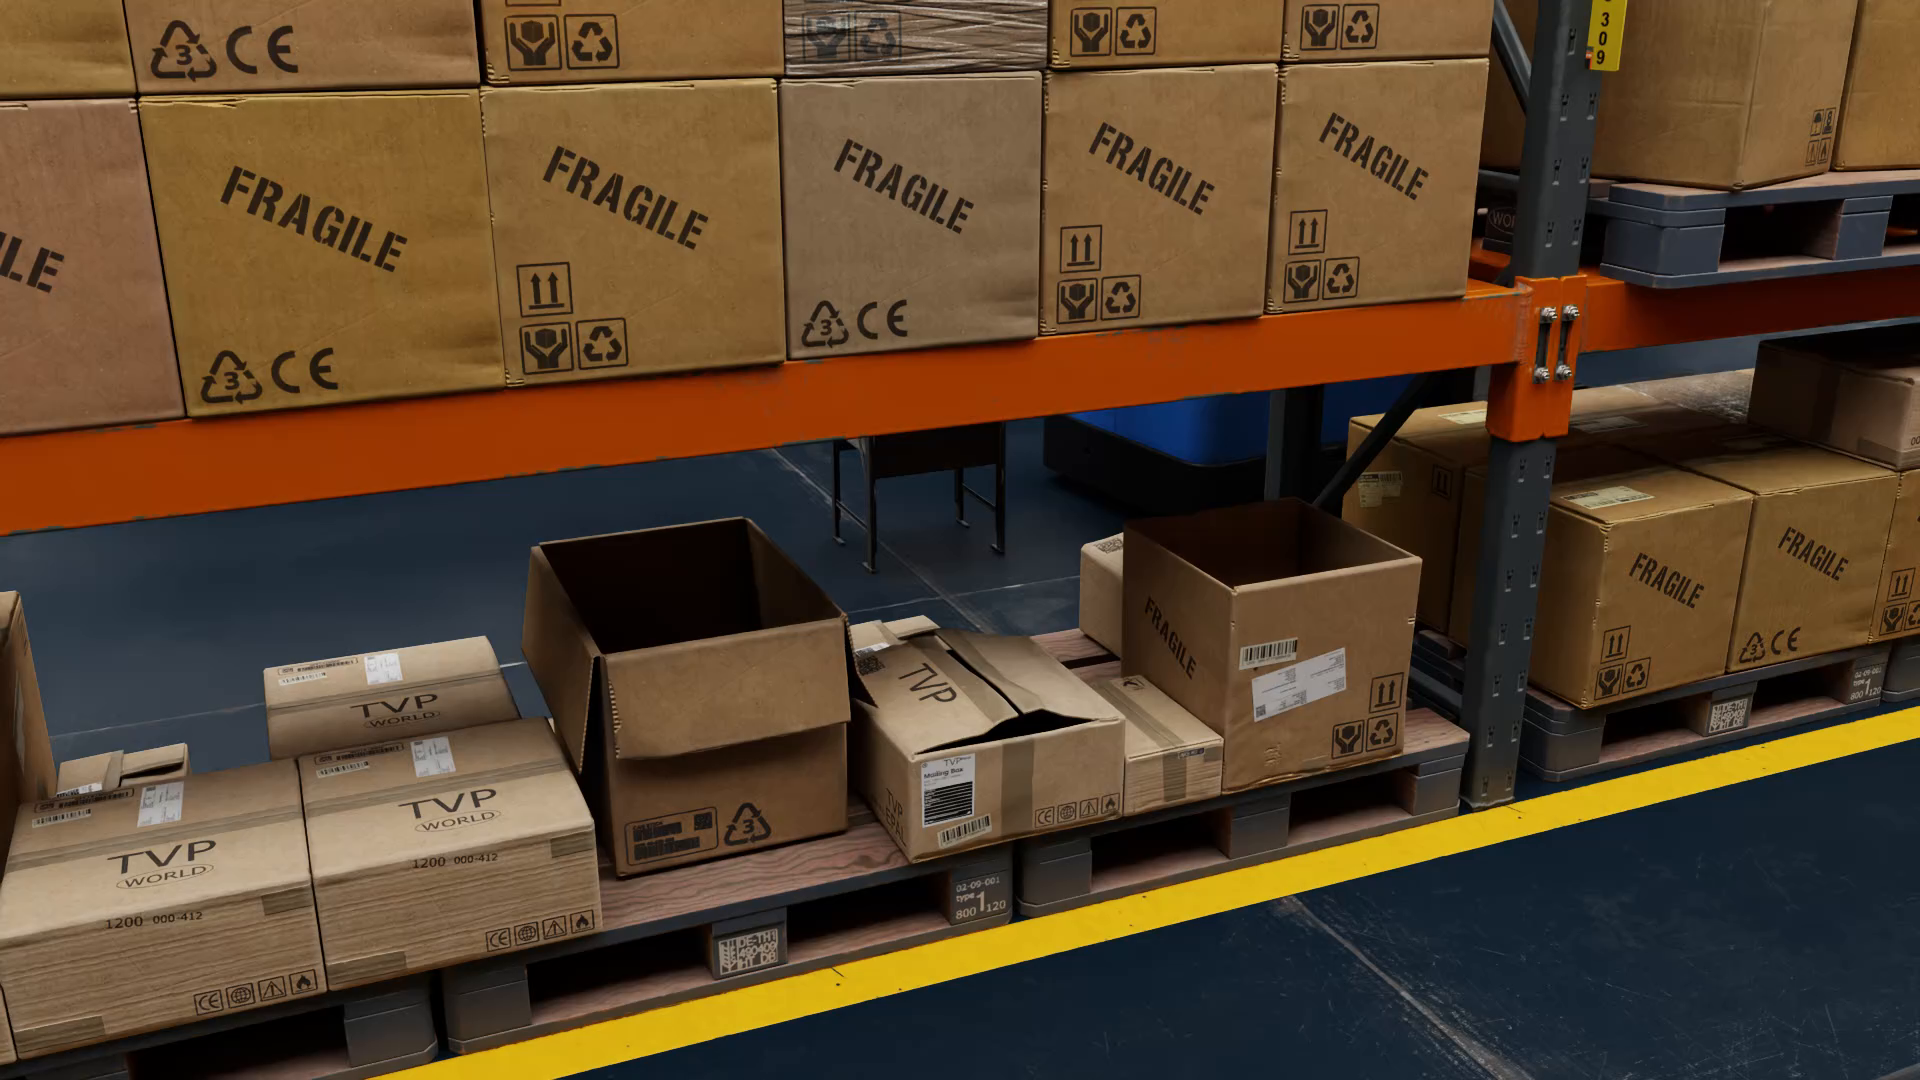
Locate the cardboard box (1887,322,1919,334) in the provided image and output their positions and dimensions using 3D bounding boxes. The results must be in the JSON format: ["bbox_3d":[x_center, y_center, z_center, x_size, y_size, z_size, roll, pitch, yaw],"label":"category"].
[{"bbox_3d":[3.048,-0.471,4.814,0.500,0.250,0.500,-9,21,-23],"label":"cardboard box"}]

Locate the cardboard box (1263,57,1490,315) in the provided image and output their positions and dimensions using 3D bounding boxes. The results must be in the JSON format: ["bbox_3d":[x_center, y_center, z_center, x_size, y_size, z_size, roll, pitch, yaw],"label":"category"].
[{"bbox_3d":[0.771,-0.805,3.640,0.500,0.500,0.500,-8,21,-21],"label":"cardboard box"}]

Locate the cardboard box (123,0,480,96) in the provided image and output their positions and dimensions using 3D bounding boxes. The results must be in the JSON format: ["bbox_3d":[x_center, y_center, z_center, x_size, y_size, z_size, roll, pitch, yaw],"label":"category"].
[{"bbox_3d":[-1.094,-1.007,2.710,0.500,0.500,0.500,-8,21,-21],"label":"cardboard box"}]

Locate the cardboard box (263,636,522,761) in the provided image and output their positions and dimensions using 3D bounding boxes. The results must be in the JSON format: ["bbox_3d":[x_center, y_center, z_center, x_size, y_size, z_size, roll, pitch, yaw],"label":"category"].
[{"bbox_3d":[-1.259,0.452,3.700,0.500,0.250,0.500,-8,21,-22],"label":"cardboard box"}]

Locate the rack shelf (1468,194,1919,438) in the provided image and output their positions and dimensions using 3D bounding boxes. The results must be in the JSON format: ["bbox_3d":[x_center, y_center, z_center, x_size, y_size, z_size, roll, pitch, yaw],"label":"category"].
[{"bbox_3d":[2.965,-0.825,4.932,4.000,0.370,1.077,-8,21,-22],"label":"rack shelf"}]

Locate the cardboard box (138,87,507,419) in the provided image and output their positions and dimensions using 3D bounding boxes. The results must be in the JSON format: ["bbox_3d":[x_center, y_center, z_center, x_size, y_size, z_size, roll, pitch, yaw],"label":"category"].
[{"bbox_3d":[-1.099,-0.535,2.874,0.500,0.500,0.500,-8,21,-22],"label":"cardboard box"}]

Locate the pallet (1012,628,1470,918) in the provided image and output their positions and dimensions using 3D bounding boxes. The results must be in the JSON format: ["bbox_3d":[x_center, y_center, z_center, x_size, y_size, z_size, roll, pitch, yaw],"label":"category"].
[{"bbox_3d":[0.497,0.504,4.273,1.213,0.211,1.003,-8,21,-22],"label":"pallet"}]

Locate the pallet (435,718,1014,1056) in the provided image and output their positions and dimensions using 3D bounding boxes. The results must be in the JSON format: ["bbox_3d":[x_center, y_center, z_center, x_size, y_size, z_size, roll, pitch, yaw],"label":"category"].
[{"bbox_3d":[-0.624,0.666,3.813,1.213,0.211,1.003,-8,21,-22],"label":"pallet"}]

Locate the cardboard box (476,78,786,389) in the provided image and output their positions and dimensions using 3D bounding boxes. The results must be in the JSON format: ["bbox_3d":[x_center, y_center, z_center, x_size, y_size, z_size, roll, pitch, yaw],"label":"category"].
[{"bbox_3d":[-0.639,-0.600,3.059,0.500,0.500,0.500,-8,21,-21],"label":"cardboard box"}]

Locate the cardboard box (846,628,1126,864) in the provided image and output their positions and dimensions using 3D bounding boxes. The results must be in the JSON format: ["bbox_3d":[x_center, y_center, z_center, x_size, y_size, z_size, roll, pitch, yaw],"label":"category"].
[{"bbox_3d":[0.029,0.419,3.700,0.500,0.311,0.500,-8,21,-22],"label":"cardboard box"}]

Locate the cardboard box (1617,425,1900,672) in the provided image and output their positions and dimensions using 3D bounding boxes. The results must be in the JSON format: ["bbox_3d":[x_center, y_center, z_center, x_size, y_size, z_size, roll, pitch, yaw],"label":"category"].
[{"bbox_3d":[2.154,0.007,4.586,0.500,0.500,0.500,-8,21,-21],"label":"cardboard box"}]

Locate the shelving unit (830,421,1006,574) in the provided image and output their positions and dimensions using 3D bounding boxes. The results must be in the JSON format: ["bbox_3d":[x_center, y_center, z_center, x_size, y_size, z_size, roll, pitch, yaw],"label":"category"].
[{"bbox_3d":[-0.152,-0.969,5.611,0.503,2.100,0.431,-8,21,-22],"label":"shelving unit"}]

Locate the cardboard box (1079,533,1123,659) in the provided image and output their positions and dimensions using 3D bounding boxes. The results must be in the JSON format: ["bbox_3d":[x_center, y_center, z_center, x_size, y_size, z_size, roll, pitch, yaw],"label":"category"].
[{"bbox_3d":[0.657,0.149,4.469,0.500,0.311,0.500,-8,21,-22],"label":"cardboard box"}]

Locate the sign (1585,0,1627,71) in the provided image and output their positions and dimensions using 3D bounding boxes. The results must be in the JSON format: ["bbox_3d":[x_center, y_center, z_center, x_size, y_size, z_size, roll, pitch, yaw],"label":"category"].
[{"bbox_3d":[1.350,-1.145,3.455,0.005,0.325,0.100,-8,21,-22],"label":"sign"}]

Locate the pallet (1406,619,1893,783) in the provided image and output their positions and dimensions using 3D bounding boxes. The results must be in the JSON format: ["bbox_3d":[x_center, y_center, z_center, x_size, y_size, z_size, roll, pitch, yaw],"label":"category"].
[{"bbox_3d":[1.860,0.295,4.865,1.213,0.211,1.003,-8,21,-22],"label":"pallet"}]

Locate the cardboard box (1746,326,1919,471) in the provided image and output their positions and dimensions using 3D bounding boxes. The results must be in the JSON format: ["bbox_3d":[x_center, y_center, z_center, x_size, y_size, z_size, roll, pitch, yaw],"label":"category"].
[{"bbox_3d":[2.587,-0.404,4.626,0.500,0.250,0.500,-8,21,-22],"label":"cardboard box"}]

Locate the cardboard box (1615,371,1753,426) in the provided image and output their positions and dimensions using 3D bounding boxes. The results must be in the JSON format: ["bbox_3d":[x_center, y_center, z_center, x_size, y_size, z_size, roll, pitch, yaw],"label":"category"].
[{"bbox_3d":[2.386,-0.210,5.205,0.500,0.500,0.500,-8,21,-21],"label":"cardboard box"}]

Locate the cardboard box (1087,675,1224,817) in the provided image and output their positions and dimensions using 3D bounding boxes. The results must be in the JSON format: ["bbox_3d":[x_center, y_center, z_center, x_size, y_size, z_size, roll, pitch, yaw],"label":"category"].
[{"bbox_3d":[0.397,0.465,3.815,0.250,0.149,0.380,-8,21,-22],"label":"cardboard box"}]

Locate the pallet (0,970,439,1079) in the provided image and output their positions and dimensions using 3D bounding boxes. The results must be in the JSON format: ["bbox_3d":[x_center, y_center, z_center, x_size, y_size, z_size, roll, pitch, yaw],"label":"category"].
[{"bbox_3d":[-1.743,0.825,3.361,1.213,0.211,1.003,-8,21,-22],"label":"pallet"}]

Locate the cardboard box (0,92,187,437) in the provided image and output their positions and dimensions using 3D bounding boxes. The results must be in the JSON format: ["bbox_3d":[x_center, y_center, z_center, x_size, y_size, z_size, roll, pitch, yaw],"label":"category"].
[{"bbox_3d":[-1.561,-0.470,2.689,0.500,0.500,0.500,-8,21,-22],"label":"cardboard box"}]

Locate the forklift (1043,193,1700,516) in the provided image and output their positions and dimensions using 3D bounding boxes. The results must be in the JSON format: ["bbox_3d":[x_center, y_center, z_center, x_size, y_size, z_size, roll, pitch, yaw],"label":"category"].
[{"bbox_3d":[1.858,-1.746,6.567,3.031,2.935,1.130,-12,22,-30],"label":"forklift"}]

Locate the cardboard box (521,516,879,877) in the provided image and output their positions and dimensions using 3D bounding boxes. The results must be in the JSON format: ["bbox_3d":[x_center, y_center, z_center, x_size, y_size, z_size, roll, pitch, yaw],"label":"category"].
[{"bbox_3d":[-0.595,0.317,3.701,0.637,0.503,0.797,-8,21,-22],"label":"cardboard box"}]

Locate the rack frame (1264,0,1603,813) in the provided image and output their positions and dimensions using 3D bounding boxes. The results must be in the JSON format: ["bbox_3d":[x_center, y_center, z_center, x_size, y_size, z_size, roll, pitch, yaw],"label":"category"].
[{"bbox_3d":[1.128,-0.901,4.065,0.127,3.000,1.000,-8,21,-22],"label":"rack frame"}]

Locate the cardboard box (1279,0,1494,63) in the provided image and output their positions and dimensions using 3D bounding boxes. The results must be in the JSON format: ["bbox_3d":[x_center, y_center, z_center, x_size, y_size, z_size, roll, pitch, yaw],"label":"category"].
[{"bbox_3d":[0.767,-1.275,3.470,0.500,0.500,0.500,-8,21,-22],"label":"cardboard box"}]

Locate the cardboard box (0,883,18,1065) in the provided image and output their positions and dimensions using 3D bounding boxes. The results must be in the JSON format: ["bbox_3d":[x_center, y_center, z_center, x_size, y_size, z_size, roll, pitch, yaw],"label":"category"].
[{"bbox_3d":[-1.794,0.771,2.921,0.250,0.166,0.380,-8,21,-22],"label":"cardboard box"}]

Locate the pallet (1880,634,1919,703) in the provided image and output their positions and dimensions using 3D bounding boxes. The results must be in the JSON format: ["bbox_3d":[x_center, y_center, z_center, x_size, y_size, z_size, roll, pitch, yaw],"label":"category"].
[{"bbox_3d":[2.982,0.134,5.325,1.213,0.211,1.003,-8,21,-22],"label":"pallet"}]

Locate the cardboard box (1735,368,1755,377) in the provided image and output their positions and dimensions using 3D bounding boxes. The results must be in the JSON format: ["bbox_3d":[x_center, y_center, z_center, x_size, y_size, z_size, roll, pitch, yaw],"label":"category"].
[{"bbox_3d":[2.852,-0.278,5.396,0.500,0.500,0.500,-9,21,-24],"label":"cardboard box"}]

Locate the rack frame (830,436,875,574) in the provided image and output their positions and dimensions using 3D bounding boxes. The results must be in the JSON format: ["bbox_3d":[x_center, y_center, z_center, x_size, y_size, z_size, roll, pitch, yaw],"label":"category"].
[{"bbox_3d":[-0.376,-0.937,5.520,0.015,2.100,0.400,-8,21,-22],"label":"rack frame"}]

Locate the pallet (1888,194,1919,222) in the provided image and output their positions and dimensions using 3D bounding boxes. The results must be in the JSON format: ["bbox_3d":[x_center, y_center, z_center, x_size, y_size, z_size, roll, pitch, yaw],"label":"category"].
[{"bbox_3d":[3.017,-1.080,4.861,1.213,0.211,1.003,-8,21,-22],"label":"pallet"}]

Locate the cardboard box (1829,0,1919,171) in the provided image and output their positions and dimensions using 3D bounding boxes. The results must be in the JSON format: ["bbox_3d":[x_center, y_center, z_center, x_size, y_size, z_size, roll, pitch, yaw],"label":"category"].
[{"bbox_3d":[2.258,-1.251,4.274,0.500,0.500,0.700,-5,20,-13],"label":"cardboard box"}]

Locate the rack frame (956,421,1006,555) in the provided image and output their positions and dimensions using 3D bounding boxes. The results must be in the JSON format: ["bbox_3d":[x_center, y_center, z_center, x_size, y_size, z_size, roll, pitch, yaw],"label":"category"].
[{"bbox_3d":[0.072,-1.001,5.703,0.015,2.100,0.400,-8,21,-22],"label":"rack frame"}]

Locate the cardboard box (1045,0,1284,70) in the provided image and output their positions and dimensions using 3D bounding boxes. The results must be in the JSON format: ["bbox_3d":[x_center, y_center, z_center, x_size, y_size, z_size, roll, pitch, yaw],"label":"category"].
[{"bbox_3d":[0.297,-1.206,3.276,0.500,0.500,0.500,-9,21,-23],"label":"cardboard box"}]

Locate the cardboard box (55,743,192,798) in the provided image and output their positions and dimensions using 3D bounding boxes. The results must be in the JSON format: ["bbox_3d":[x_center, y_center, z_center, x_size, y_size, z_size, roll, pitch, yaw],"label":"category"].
[{"bbox_3d":[-1.735,0.581,3.458,0.250,0.166,0.380,-8,21,-22],"label":"cardboard box"}]

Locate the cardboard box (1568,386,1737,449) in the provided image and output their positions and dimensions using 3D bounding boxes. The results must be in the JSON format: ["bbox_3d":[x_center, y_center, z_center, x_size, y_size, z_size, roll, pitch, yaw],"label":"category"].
[{"bbox_3d":[1.925,-0.145,5.018,0.500,0.500,0.500,-8,21,-22],"label":"cardboard box"}]

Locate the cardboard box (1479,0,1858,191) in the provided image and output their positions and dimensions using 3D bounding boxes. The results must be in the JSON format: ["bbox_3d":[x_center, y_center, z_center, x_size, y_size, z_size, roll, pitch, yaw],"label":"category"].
[{"bbox_3d":[1.652,-1.141,3.962,0.500,0.500,0.700,-17,26,-40],"label":"cardboard box"}]

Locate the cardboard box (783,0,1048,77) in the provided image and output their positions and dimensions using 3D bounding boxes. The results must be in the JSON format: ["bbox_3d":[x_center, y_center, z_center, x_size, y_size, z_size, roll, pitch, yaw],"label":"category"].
[{"bbox_3d":[-0.165,-1.140,3.088,0.500,0.500,0.500,-8,21,-21],"label":"cardboard box"}]

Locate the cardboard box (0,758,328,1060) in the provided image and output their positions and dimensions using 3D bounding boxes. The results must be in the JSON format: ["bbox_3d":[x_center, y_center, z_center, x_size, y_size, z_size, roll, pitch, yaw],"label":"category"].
[{"bbox_3d":[-1.474,0.663,3.099,0.500,0.250,0.500,-8,21,-22],"label":"cardboard box"}]

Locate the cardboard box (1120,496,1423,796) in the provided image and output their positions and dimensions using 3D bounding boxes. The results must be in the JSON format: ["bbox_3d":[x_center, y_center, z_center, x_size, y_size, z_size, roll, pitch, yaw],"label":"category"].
[{"bbox_3d":[0.718,0.232,3.949,0.500,0.500,0.500,-8,21,-22],"label":"cardboard box"}]

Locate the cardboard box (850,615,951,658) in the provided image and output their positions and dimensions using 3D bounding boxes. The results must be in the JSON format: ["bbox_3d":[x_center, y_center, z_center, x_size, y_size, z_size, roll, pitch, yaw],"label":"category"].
[{"bbox_3d":[-0.133,0.334,4.162,0.250,0.166,0.380,-8,21,-22],"label":"cardboard box"}]

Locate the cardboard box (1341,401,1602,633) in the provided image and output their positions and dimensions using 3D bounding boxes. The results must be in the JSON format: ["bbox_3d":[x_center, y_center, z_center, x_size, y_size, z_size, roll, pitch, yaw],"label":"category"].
[{"bbox_3d":[1.468,-0.082,4.840,0.500,0.500,0.500,-8,21,-22],"label":"cardboard box"}]

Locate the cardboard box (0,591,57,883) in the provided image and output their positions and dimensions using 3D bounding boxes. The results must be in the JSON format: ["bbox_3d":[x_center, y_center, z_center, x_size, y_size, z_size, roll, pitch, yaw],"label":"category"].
[{"bbox_3d":[-2.143,0.450,3.330,0.500,0.500,0.500,-8,21,-22],"label":"cardboard box"}]

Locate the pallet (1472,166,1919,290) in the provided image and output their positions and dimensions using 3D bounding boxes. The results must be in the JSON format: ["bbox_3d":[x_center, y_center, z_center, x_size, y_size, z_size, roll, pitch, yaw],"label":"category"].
[{"bbox_3d":[1.905,-0.883,4.301,1.213,0.211,1.003,-8,21,-22],"label":"pallet"}]

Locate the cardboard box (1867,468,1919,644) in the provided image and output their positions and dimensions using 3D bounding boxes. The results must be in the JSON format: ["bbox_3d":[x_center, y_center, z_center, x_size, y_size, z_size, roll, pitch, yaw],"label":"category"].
[{"bbox_3d":[2.616,-0.056,4.766,0.500,0.500,0.500,-8,21,-21],"label":"cardboard box"}]

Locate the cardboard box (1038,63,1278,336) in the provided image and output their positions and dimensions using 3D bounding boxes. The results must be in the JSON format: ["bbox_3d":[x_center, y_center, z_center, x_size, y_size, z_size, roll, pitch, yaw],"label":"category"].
[{"bbox_3d":[0.298,-0.736,3.446,0.500,0.500,0.500,-8,21,-20],"label":"cardboard box"}]

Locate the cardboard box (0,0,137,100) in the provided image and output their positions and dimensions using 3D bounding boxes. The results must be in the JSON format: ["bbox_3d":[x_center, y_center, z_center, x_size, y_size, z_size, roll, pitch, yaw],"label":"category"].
[{"bbox_3d":[-1.556,-0.943,2.528,0.500,0.500,0.500,-8,21,-21],"label":"cardboard box"}]

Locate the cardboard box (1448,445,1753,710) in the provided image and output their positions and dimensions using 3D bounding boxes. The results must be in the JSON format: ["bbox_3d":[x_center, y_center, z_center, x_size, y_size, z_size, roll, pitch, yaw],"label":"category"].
[{"bbox_3d":[1.669,0.081,4.377,0.500,0.500,0.500,-9,21,-24],"label":"cardboard box"}]

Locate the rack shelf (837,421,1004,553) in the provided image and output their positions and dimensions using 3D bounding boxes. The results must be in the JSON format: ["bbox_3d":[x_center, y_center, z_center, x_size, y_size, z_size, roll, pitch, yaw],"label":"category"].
[{"bbox_3d":[-0.152,-0.295,5.848,0.480,0.518,0.431,-8,21,-22],"label":"rack shelf"}]

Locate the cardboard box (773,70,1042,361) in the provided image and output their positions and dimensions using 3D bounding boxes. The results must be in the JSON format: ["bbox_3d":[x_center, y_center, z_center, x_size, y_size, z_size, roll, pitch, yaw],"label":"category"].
[{"bbox_3d":[-0.173,-0.668,3.252,0.500,0.500,0.500,-8,21,-21],"label":"cardboard box"}]

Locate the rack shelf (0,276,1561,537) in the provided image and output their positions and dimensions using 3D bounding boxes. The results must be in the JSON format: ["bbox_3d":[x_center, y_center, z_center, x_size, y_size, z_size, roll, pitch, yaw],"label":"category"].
[{"bbox_3d":[-0.708,-0.299,3.438,4.000,0.370,1.077,-8,21,-22],"label":"rack shelf"}]

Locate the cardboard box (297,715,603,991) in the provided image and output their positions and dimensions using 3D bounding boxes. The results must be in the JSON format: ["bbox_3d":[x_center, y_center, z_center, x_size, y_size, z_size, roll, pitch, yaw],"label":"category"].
[{"bbox_3d":[-1.015,0.598,3.286,0.500,0.250,0.500,-8,21,-22],"label":"cardboard box"}]

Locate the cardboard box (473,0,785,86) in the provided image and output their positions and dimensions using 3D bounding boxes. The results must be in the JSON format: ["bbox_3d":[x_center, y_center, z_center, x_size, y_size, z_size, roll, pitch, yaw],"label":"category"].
[{"bbox_3d":[-0.628,-1.074,2.901,0.500,0.500,0.500,-8,21,-22],"label":"cardboard box"}]
